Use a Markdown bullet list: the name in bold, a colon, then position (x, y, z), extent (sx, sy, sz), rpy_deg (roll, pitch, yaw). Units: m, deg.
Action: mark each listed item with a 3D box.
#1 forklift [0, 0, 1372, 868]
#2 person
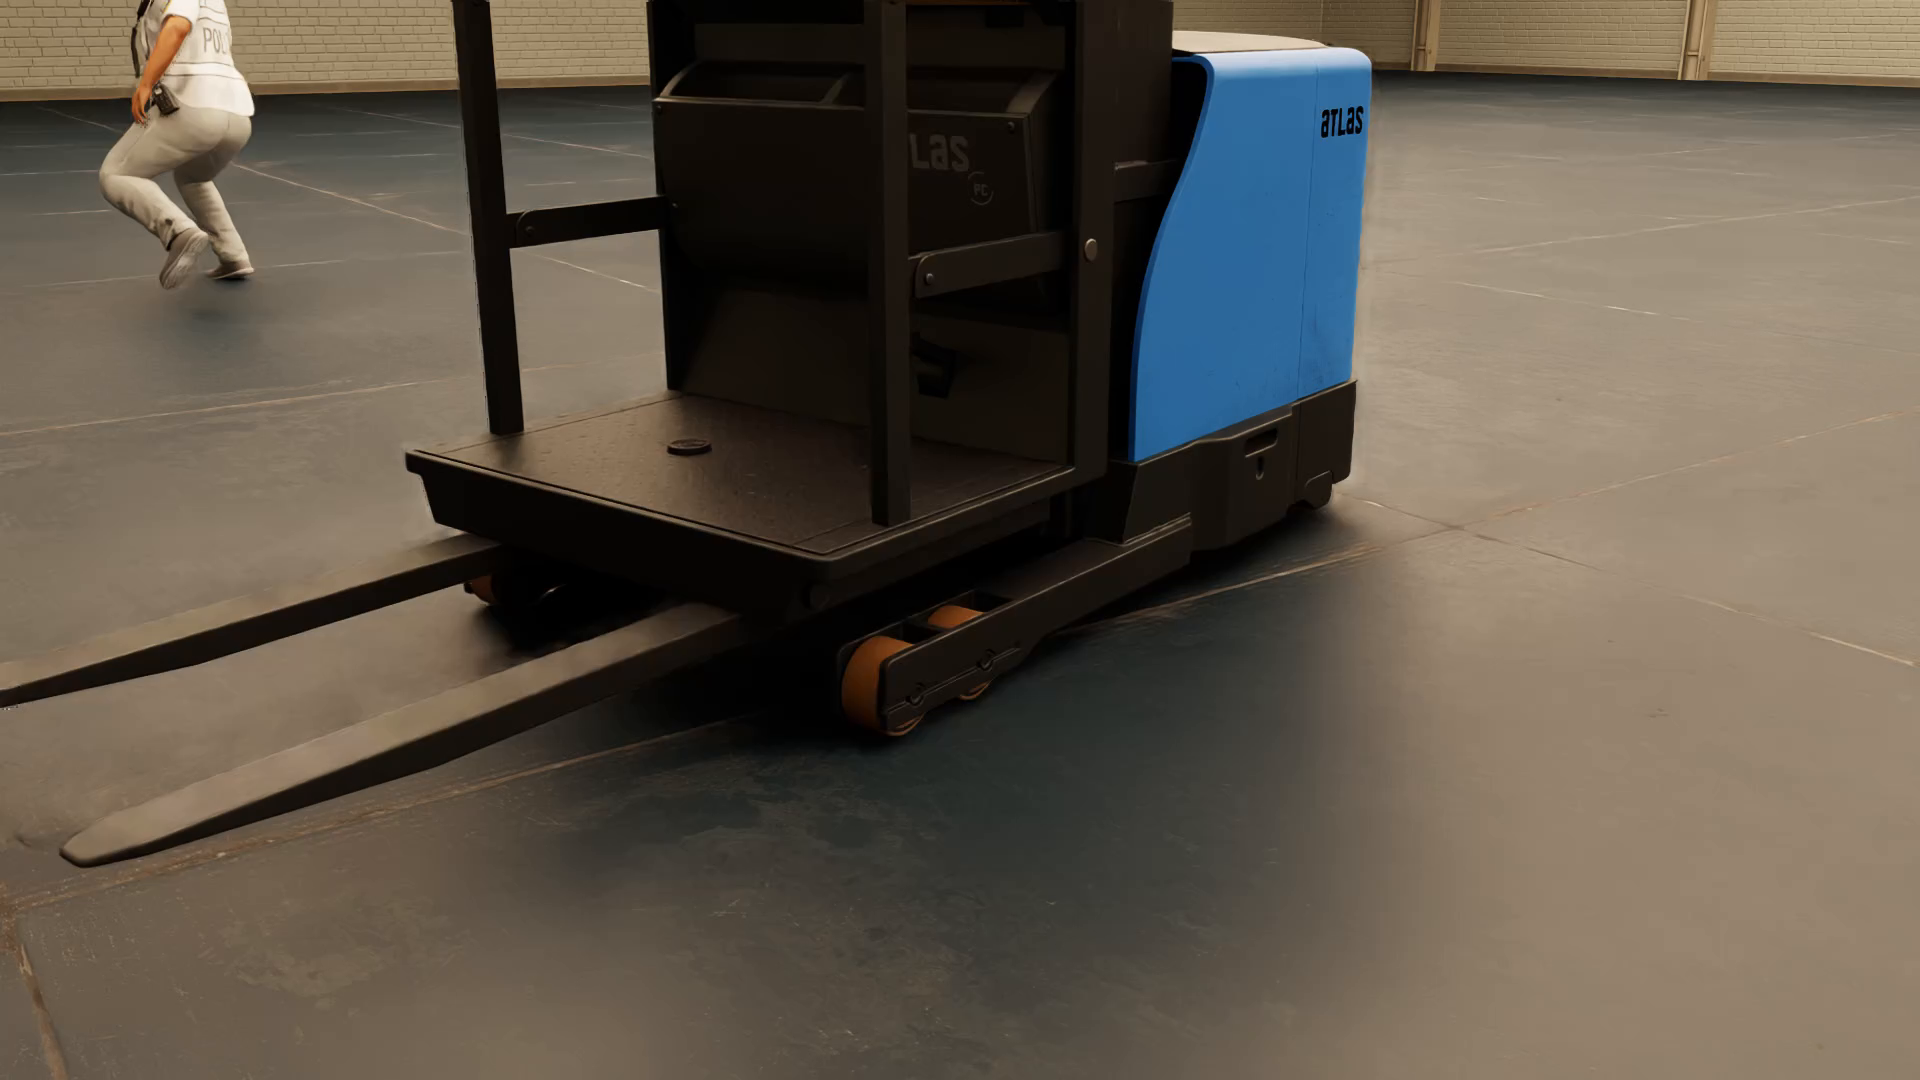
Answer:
- **forklift**: position (-0.341, -1.237, 2.858), extent (1.130, 2.935, 3.031), rpy_deg (13, 22, 36)
- **person**: position (-3.303, -1.841, 7.119), extent (0.518, 1.541, 0.959), rpy_deg (2, 18, 7)
